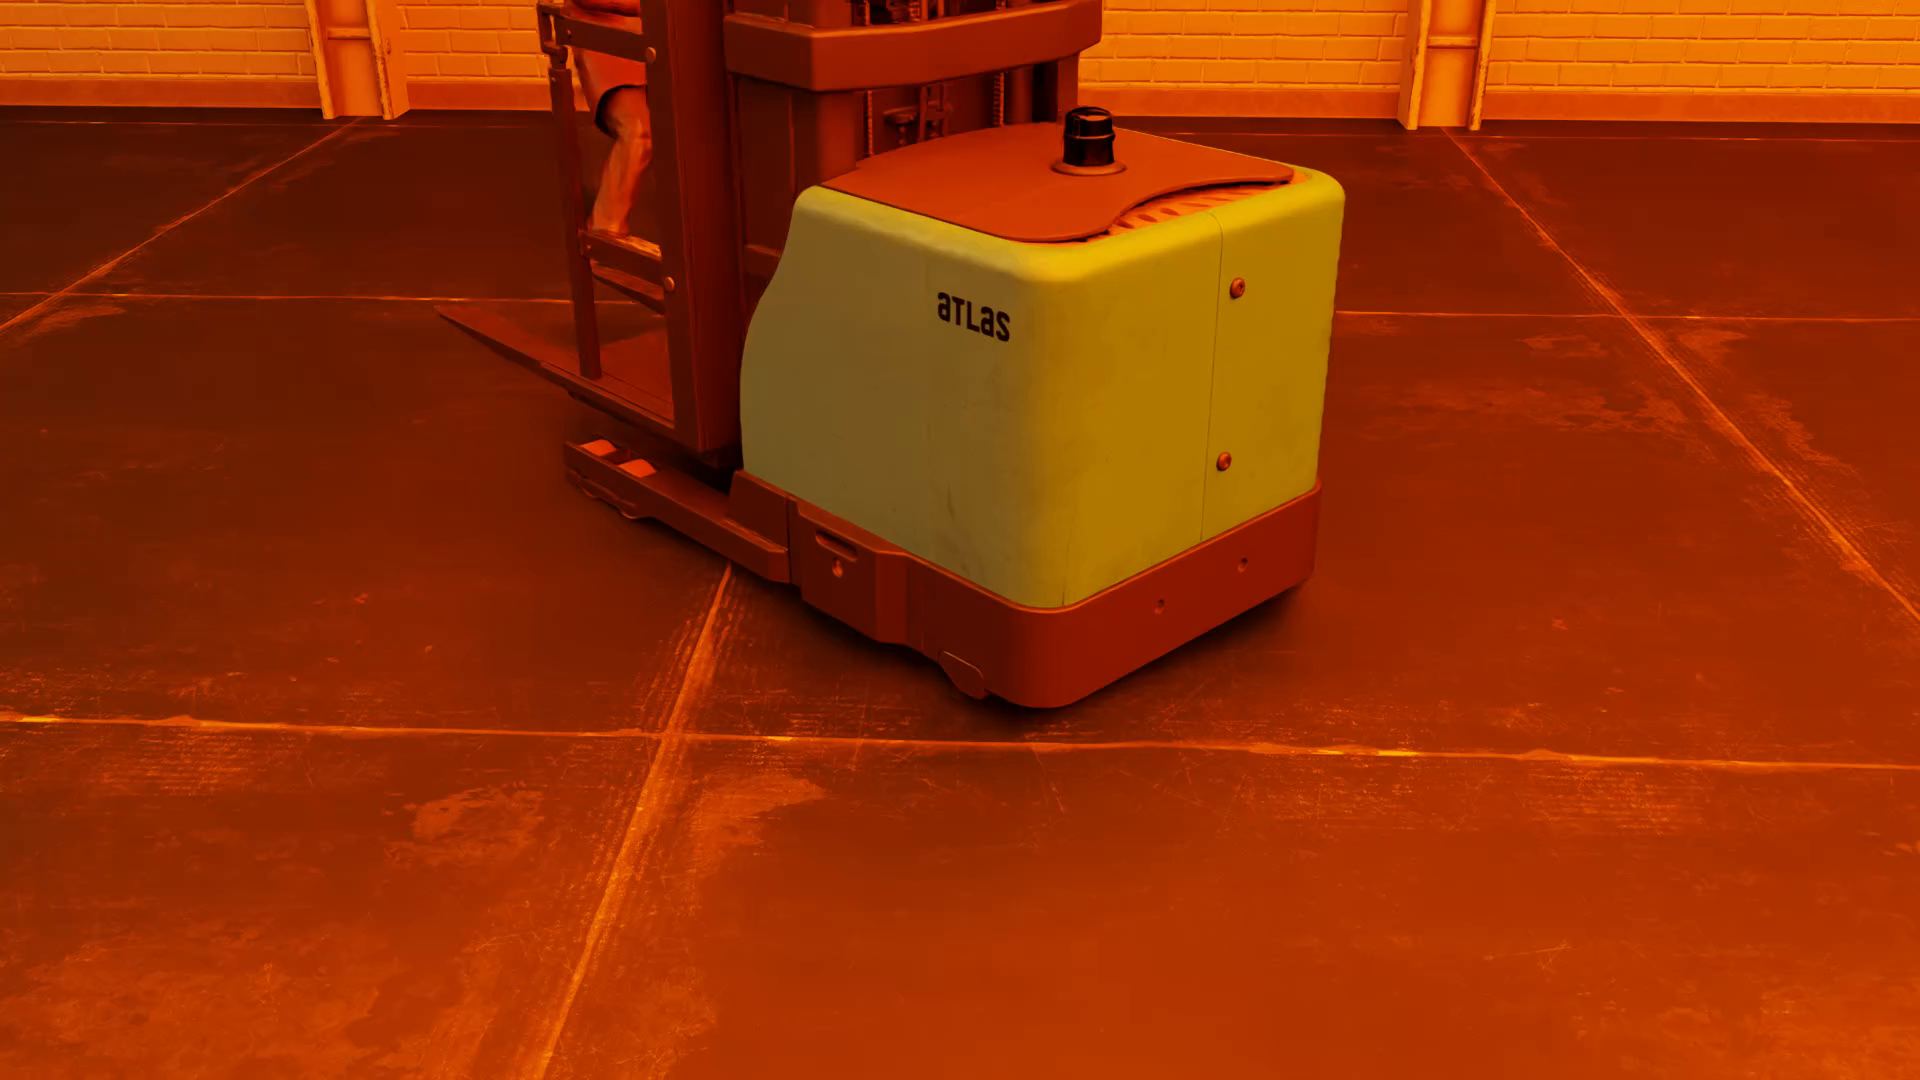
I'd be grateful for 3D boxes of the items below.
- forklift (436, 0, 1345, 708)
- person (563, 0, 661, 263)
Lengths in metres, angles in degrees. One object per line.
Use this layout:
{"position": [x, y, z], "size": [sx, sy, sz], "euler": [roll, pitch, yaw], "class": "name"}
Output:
{"position": [-0.483, -1.509, 4.268], "size": [1.130, 2.935, 3.031], "euler": [-23, 34, -38], "class": "forklift"}
{"position": [-1.257, -2.068, 6.975], "size": [0.718, 1.535, 1.231], "euler": [14, 29, 26], "class": "person"}
